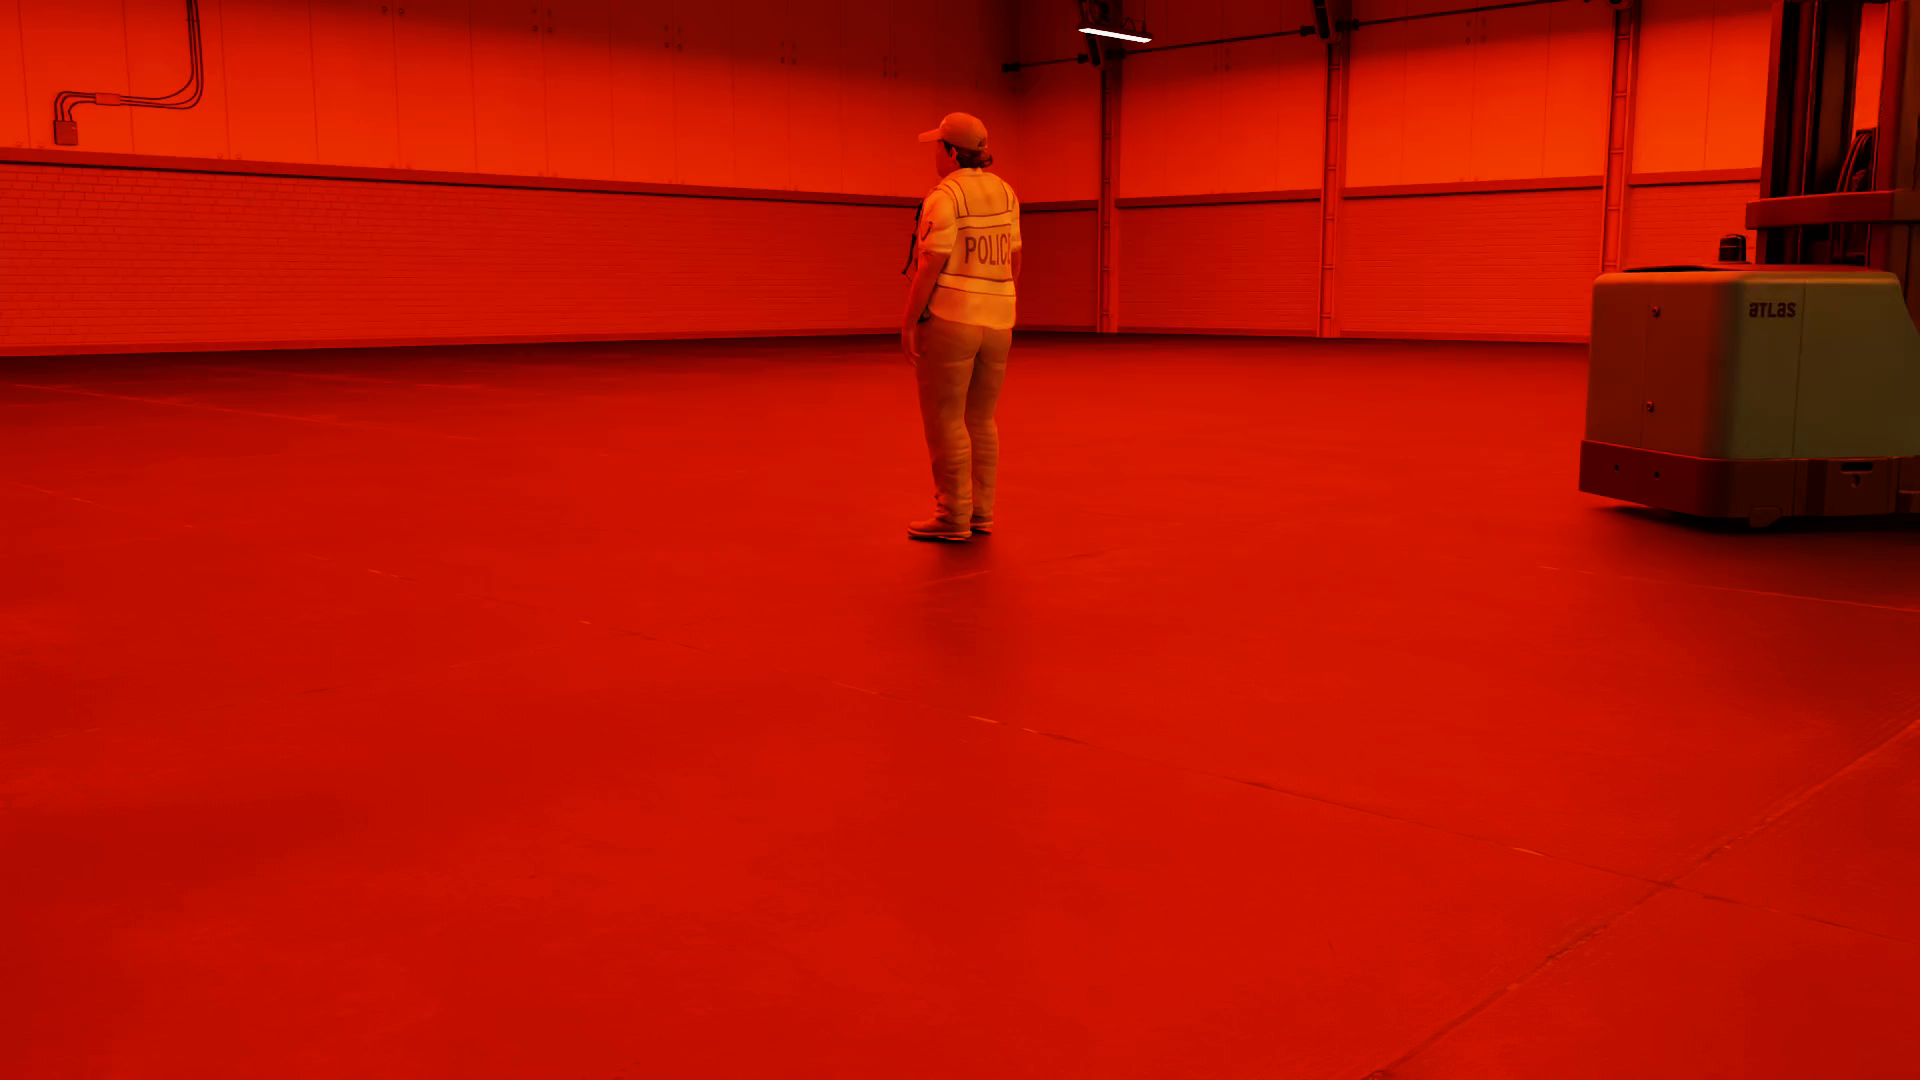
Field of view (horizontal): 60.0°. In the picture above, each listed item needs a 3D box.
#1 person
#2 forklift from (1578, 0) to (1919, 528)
[{"bbox_3d":[-0.039,-0.843,6.661,0.529,1.670,0.598,8,12,43],"label":"person"},{"bbox_3d":[4.452,-1.584,7.393,3.031,2.935,1.130,-2,9,-11],"label":"forklift"}]
